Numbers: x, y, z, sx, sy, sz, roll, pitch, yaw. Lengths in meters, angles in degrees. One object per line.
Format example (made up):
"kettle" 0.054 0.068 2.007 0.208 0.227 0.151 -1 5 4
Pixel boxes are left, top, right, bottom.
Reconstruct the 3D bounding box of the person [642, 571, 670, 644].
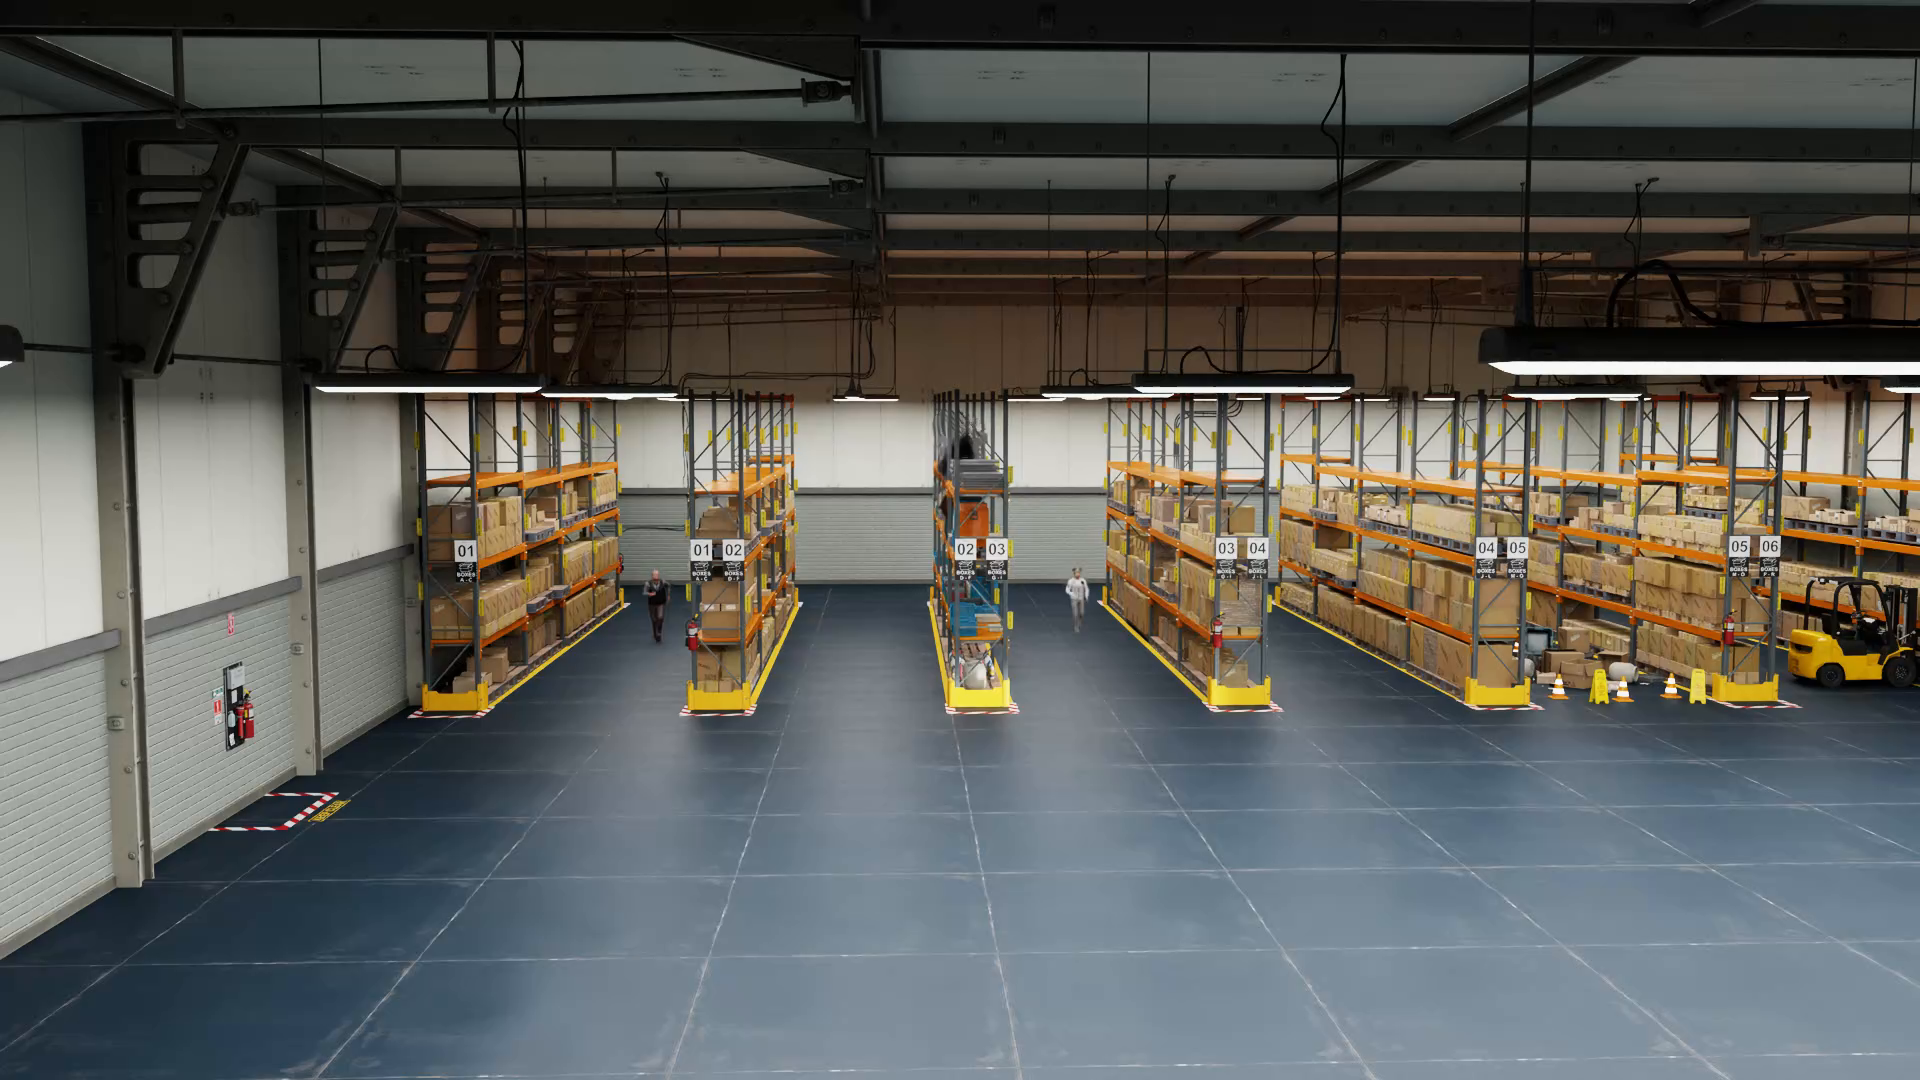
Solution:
"person" -7.321 1.603 40.132 0.677 1.763 0.851 -1 5 -13

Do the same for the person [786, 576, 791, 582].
"person" -5.186 0.902 48.572 0.727 1.845 0.697 1 5 12

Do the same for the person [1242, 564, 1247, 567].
"person" 8.109 1.147 46.332 0.570 1.614 0.559 0 5 -3

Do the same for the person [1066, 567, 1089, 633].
"person" 2.959 1.502 41.737 0.612 1.658 0.548 0 5 -5
